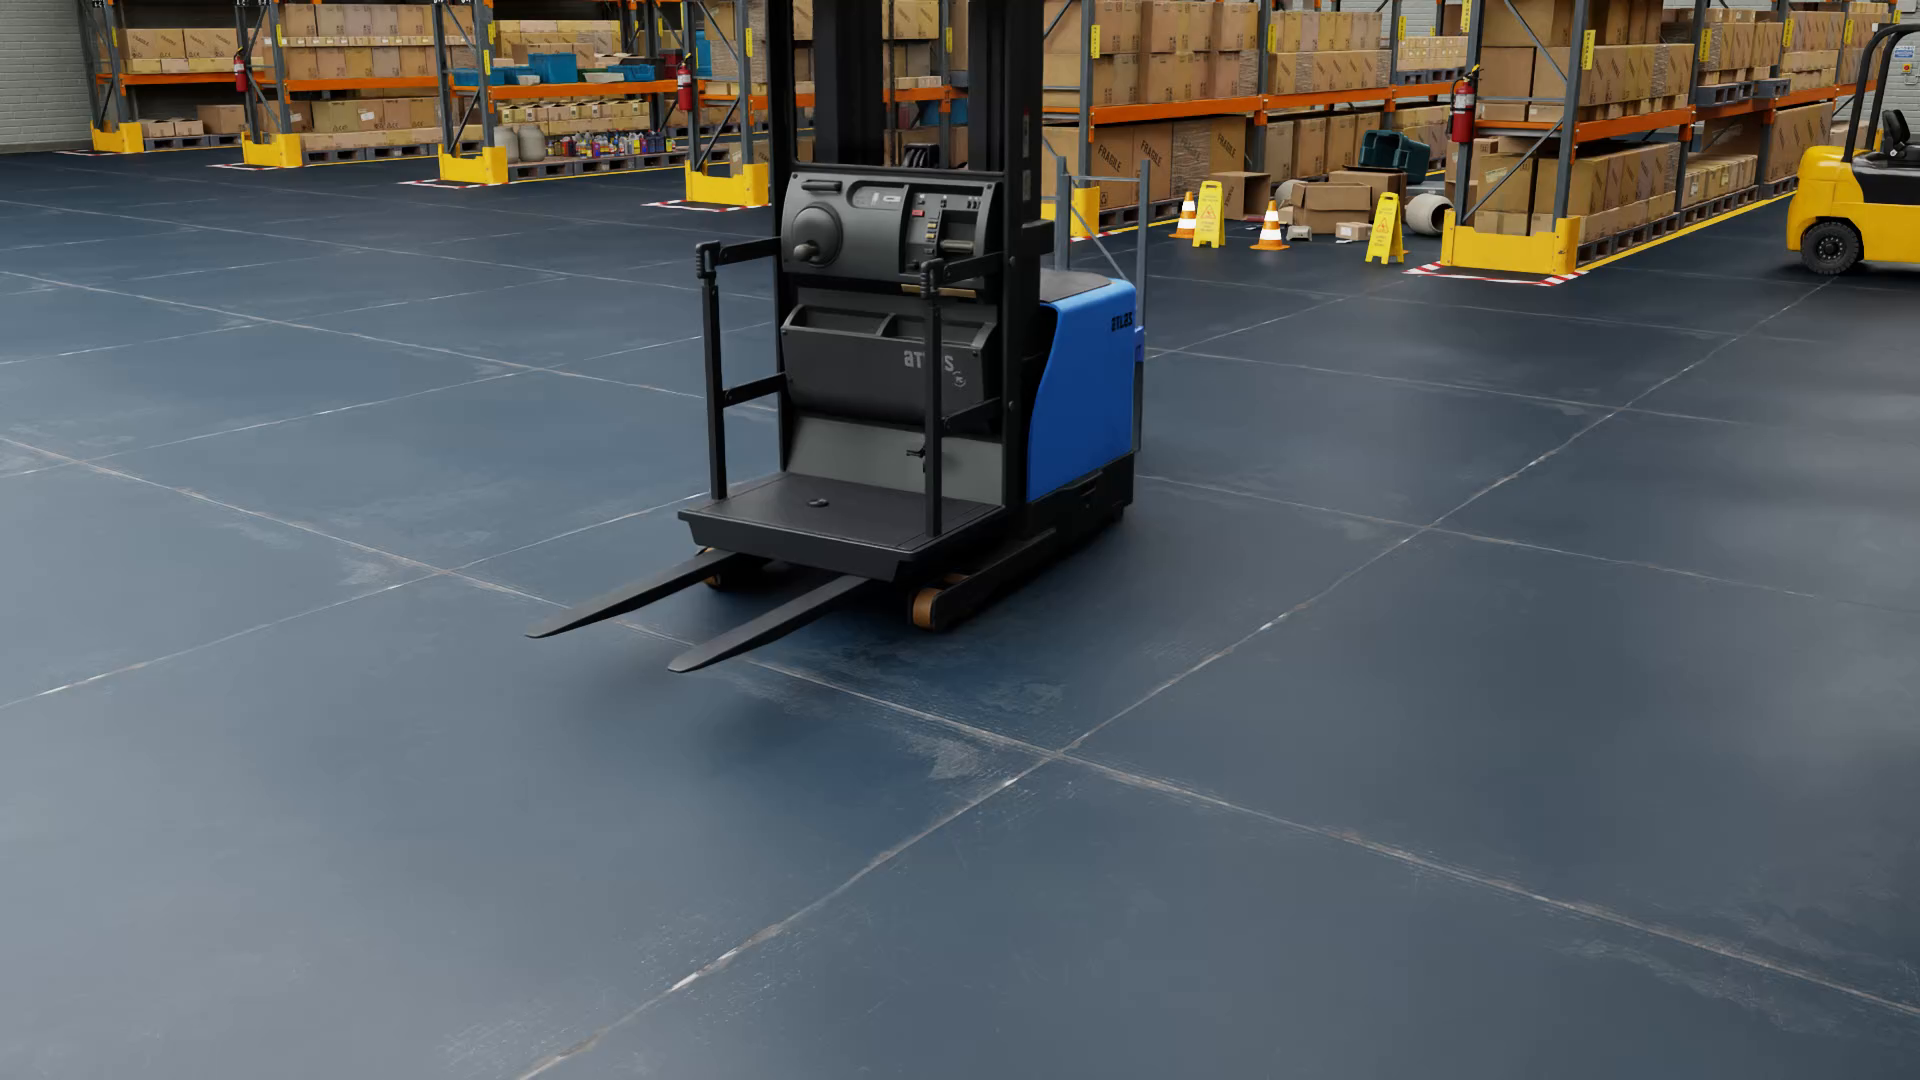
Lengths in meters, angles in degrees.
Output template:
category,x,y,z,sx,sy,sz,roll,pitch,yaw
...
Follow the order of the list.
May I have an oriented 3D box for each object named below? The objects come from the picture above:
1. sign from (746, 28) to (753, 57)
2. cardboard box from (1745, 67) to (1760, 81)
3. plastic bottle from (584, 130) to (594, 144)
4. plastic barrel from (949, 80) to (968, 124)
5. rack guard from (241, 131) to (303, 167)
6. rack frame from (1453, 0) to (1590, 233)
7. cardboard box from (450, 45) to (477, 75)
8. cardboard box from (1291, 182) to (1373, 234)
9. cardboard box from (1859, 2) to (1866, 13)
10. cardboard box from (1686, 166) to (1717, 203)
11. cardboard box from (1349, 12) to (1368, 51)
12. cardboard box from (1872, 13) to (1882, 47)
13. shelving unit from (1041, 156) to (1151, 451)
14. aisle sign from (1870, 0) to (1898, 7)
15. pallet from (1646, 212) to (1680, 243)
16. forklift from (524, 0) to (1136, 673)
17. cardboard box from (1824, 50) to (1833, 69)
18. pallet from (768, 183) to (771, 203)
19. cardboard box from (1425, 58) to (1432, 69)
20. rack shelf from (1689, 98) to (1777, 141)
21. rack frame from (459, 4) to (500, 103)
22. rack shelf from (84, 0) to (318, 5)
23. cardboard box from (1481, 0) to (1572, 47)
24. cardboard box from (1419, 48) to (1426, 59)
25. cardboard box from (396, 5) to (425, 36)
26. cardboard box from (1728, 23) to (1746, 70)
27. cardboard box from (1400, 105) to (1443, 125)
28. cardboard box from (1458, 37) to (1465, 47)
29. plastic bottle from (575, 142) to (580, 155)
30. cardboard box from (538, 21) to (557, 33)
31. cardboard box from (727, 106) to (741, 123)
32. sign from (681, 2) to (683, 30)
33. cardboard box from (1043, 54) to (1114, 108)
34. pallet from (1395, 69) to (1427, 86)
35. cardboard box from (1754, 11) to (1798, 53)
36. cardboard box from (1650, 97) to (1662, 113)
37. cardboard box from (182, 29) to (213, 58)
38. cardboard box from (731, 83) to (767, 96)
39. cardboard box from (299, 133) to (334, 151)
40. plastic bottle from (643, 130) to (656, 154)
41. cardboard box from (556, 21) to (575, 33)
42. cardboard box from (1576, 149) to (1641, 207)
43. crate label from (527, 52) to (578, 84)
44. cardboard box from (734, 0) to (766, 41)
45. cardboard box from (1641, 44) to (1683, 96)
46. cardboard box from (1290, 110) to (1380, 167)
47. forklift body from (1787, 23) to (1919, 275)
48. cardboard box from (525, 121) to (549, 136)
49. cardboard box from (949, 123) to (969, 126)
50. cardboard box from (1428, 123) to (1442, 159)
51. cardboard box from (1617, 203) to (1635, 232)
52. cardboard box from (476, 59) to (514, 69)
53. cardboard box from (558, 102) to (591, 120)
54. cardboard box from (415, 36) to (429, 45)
category,x,y,z,sx,sy,sz,roll,pitch,yaw
sign,-2.539,-5.985,20.000,0.100,0.325,0.005,12,21,35
cardboard box,9.219,-5.512,19.651,0.380,0.149,0.250,13,21,36
plastic bottle,-5.750,-6.176,25.797,0.144,0.351,0.185,12,21,34
plastic barrel,-0.141,-8.473,32.301,0.600,0.901,0.708,12,21,35
rack guard,-10.943,-6.220,26.429,1.175,0.500,0.348,12,21,35
rack frame,4.984,-3.917,14.798,1.000,3.000,0.127,12,21,35
cardboard box,-8.805,-8.313,28.786,0.700,0.500,0.500,12,21,33
cardboard box,3.997,-3.590,17.956,0.797,0.503,0.637,-1,17,-3
cardboard box,13.167,-7.878,24.606,0.380,0.149,0.250,12,21,33
cardboard box,8.103,-4.112,19.151,0.950,0.372,0.625,14,22,38
cardboard box,5.139,-6.972,22.783,0.700,0.500,0.500,12,21,34
cardboard box,13.836,-7.849,25.606,0.500,0.500,0.500,12,21,34
shelving unit,0.498,-1.087,8.216,0.538,1.500,1.048,8,19,25
aisle sign,14.809,-8.931,26.563,0.394,0.787,0.004,12,21,35
pallet,6.995,-3.371,17.744,1.003,0.211,1.213,12,21,35
forklift,-0.390,-1.214,6.211,1.130,2.935,3.031,10,20,29
cardboard box,11.774,-6.674,23.086,0.500,0.250,0.500,13,22,36
pallet,-2.417,-4.541,21.512,1.003,0.211,1.213,12,21,35
cardboard box,6.780,-7.081,24.703,0.380,0.149,0.250,13,22,36
rack shelf,8.559,-5.002,19.507,1.077,0.370,4.000,12,21,35
rack frame,-10.143,-10.199,35.029,1.000,3.000,0.127,12,21,35
rack shelf,-13.718,-9.859,30.089,1.077,0.370,4.000,12,21,35
cardboard box,5.113,-4.744,15.107,0.700,0.500,0.500,12,21,33
cardboard box,6.630,-7.164,24.470,0.380,0.149,0.250,13,21,35
cardboard box,-9.404,-8.693,27.822,0.700,0.500,0.500,12,21,35
cardboard box,8.480,-5.555,18.697,0.500,0.500,0.500,12,21,34
cardboard box,6.927,-6.395,25.023,0.500,0.250,0.500,13,21,35
cardboard box,7.544,-7.672,25.604,0.380,0.149,0.250,12,21,35
plastic bottle,-5.845,-6.002,25.491,0.097,0.201,0.097,0,17,0
cardboard box,-9.051,-11.067,35.856,0.500,0.250,0.500,13,21,35
cardboard box,-4.744,-8.768,33.895,0.500,0.500,0.500,12,21,33
sign,-3.409,-6.475,20.550,0.100,0.325,0.005,12,21,35
cardboard box,1.133,-4.935,17.826,0.875,0.550,0.550,12,21,35
pallet,6.054,-6.770,24.309,1.213,0.211,1.003,12,21,35
cardboard box,10.241,-6.422,21.010,0.500,0.500,0.500,12,21,33
cardboard box,6.817,-4.376,16.702,0.380,0.149,0.250,12,21,34
cardboard box,-13.768,-8.888,29.762,0.500,0.500,0.500,12,21,33
cardboard box,-2.614,-5.574,20.557,0.380,0.149,0.250,12,21,35
cardboard box,-10.431,-6.395,26.707,0.500,0.250,0.500,12,21,35
plastic bottle,-4.836,-6.191,25.846,0.144,0.351,0.185,11,20,32
cardboard box,-8.752,-11.190,36.251,0.500,0.250,0.500,12,21,34
cardboard box,6.314,-3.555,16.296,0.500,0.500,0.500,13,21,36
crate label,-6.073,-7.046,24.816,0.502,0.435,0.616,12,21,35
cardboard box,-2.429,-6.418,20.497,0.500,0.500,0.500,12,21,35
cardboard box,7.001,-4.786,16.926,0.500,0.500,0.500,13,22,37
cardboard box,5.280,-5.670,23.529,1.050,0.750,0.750,12,21,34
forklift body,8.637,-3.409,14.595,2.313,2.155,1.214,12,21,35
cardboard box,-7.800,-7.433,30.050,0.500,0.250,0.500,13,22,36
cardboard box,0.091,-5.890,24.624,0.700,0.500,0.500,12,21,34
cardboard box,6.940,-6.046,25.163,0.500,0.500,0.500,12,21,33
cardboard box,6.312,-3.200,16.418,0.500,0.250,0.500,14,22,38
cardboard box,-8.287,-8.425,29.570,0.500,0.250,0.500,14,22,38
cardboard box,-7.184,-7.948,30.762,0.500,0.311,0.500,13,22,36
cardboard box,-9.143,-8.385,27.924,0.380,0.149,0.250,12,21,34
